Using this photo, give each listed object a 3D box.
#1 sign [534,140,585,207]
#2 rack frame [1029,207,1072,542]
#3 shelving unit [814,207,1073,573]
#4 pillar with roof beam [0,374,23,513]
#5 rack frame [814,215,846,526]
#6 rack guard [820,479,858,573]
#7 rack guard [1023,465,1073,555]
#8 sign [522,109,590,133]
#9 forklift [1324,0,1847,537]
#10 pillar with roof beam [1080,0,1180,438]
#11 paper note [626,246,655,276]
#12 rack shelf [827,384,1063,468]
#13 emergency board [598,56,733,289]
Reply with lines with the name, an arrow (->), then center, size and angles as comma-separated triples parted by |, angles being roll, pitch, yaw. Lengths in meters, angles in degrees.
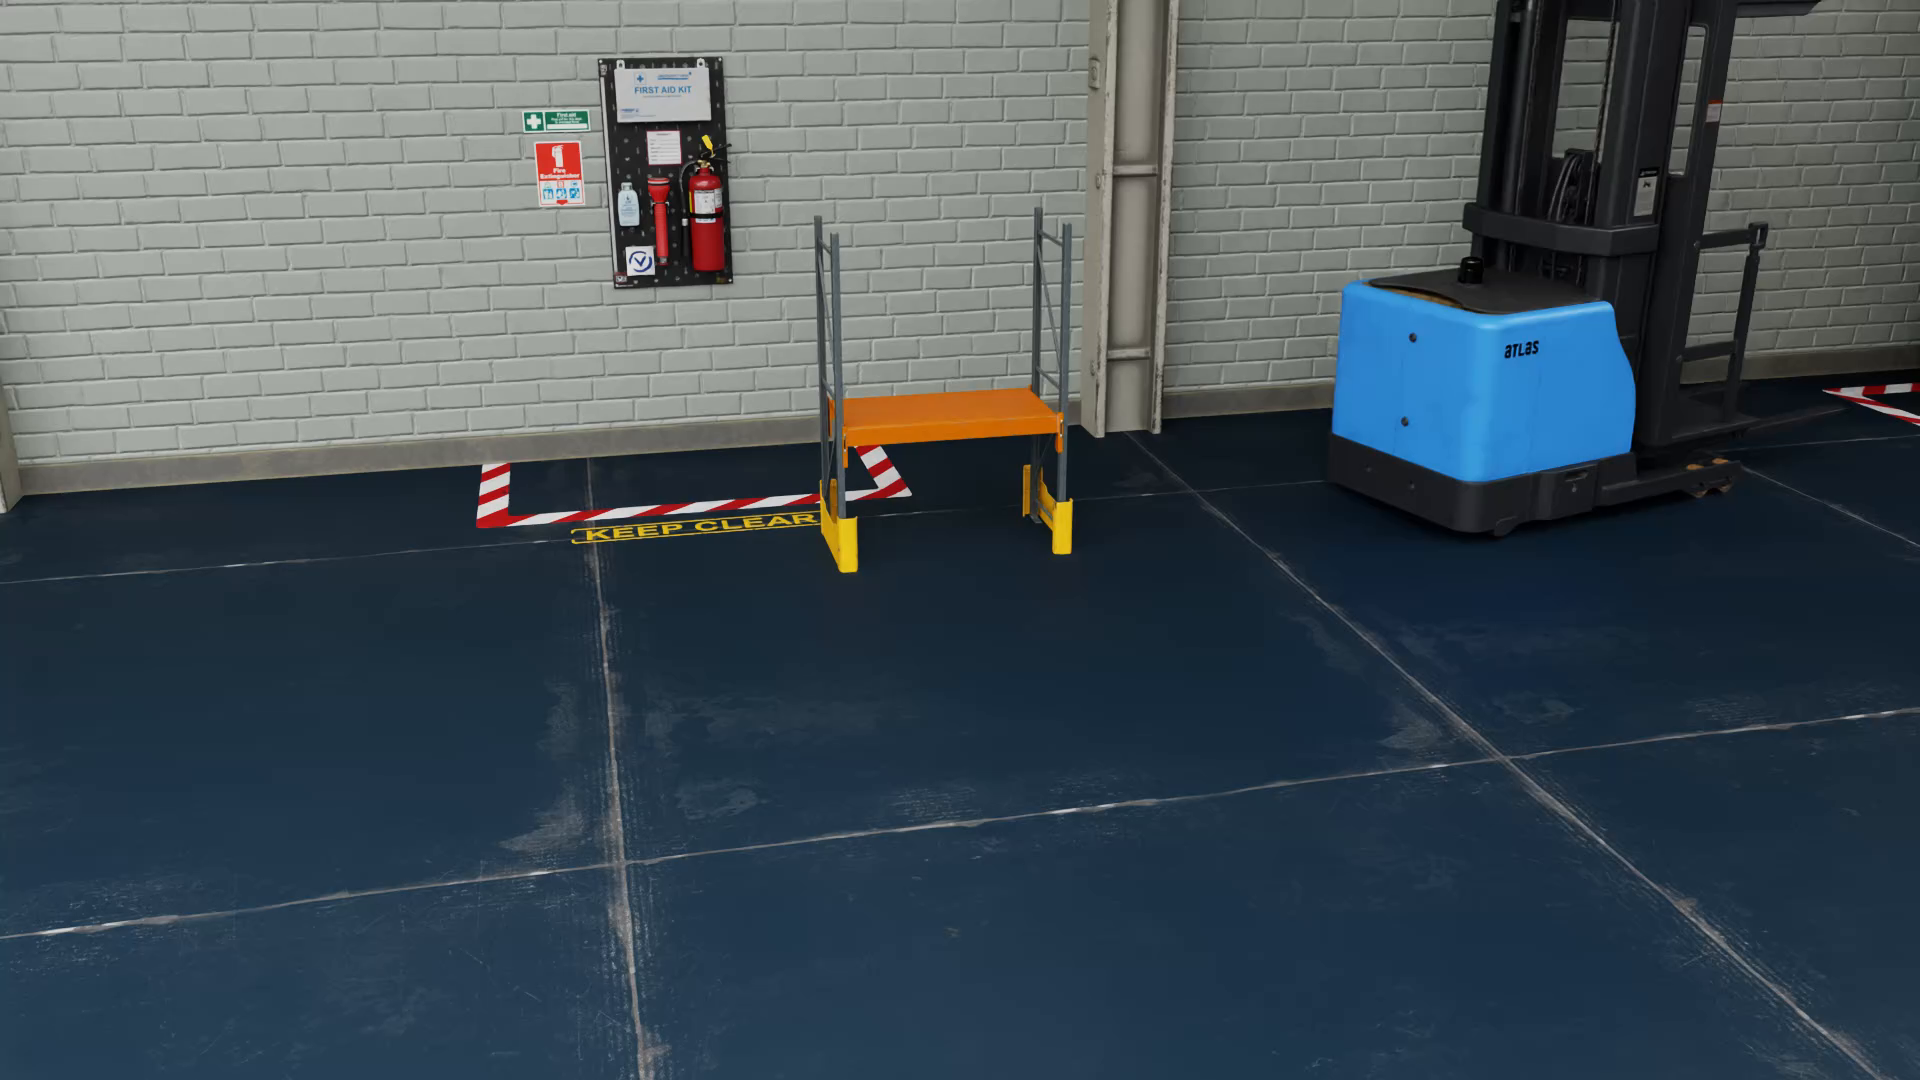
sign -> -2.053, -1.879, 8.531 | 0.234, 0.329, 0.001 | -5, 21, -12
rack frame -> 0.412, -0.738, 7.648 | 0.032, 1.500, 0.500 | -5, 21, -12
shelving unit -> -0.074, -0.698, 7.540 | 1.083, 1.500, 0.587 | -5, 21, -12
pillar with roof beam -> -3.926, -2.955, 2.799 | 0.400, 9.000, 9.100 | -5, 21, -12
rack frame -> -0.578, -0.657, 7.428 | 0.032, 1.500, 0.500 | -5, 21, -12
rack guard -> -0.559, -0.072, 7.648 | 0.087, 0.250, 0.587 | -5, 21, -12
rack guard -> 0.410, -0.151, 7.863 | 0.087, 0.250, 0.587 | -5, 21, -12
sign -> -2.047, -2.125, 8.433 | 0.331, 0.109, 0.001 | -5, 21, -12
forklift -> 3.400, -1.740, 8.303 | 3.031, 2.935, 1.130 | -11, 23, -27
pillar with roof beam -> 1.913, -3.430, 4.096 | 0.400, 9.000, 9.100 | -5, 21, -12
paper note -> -1.680, -1.467, 8.739 | 0.142, 0.148, 0.016 | -5, 21, -12
rack shelf -> -0.083, -0.529, 7.600 | 1.000, 0.185, 0.538 | -5, 21, -12
emergency board -> -1.491, -1.871, 8.562 | 0.643, 1.169, 0.194 | -5, 21, -12
